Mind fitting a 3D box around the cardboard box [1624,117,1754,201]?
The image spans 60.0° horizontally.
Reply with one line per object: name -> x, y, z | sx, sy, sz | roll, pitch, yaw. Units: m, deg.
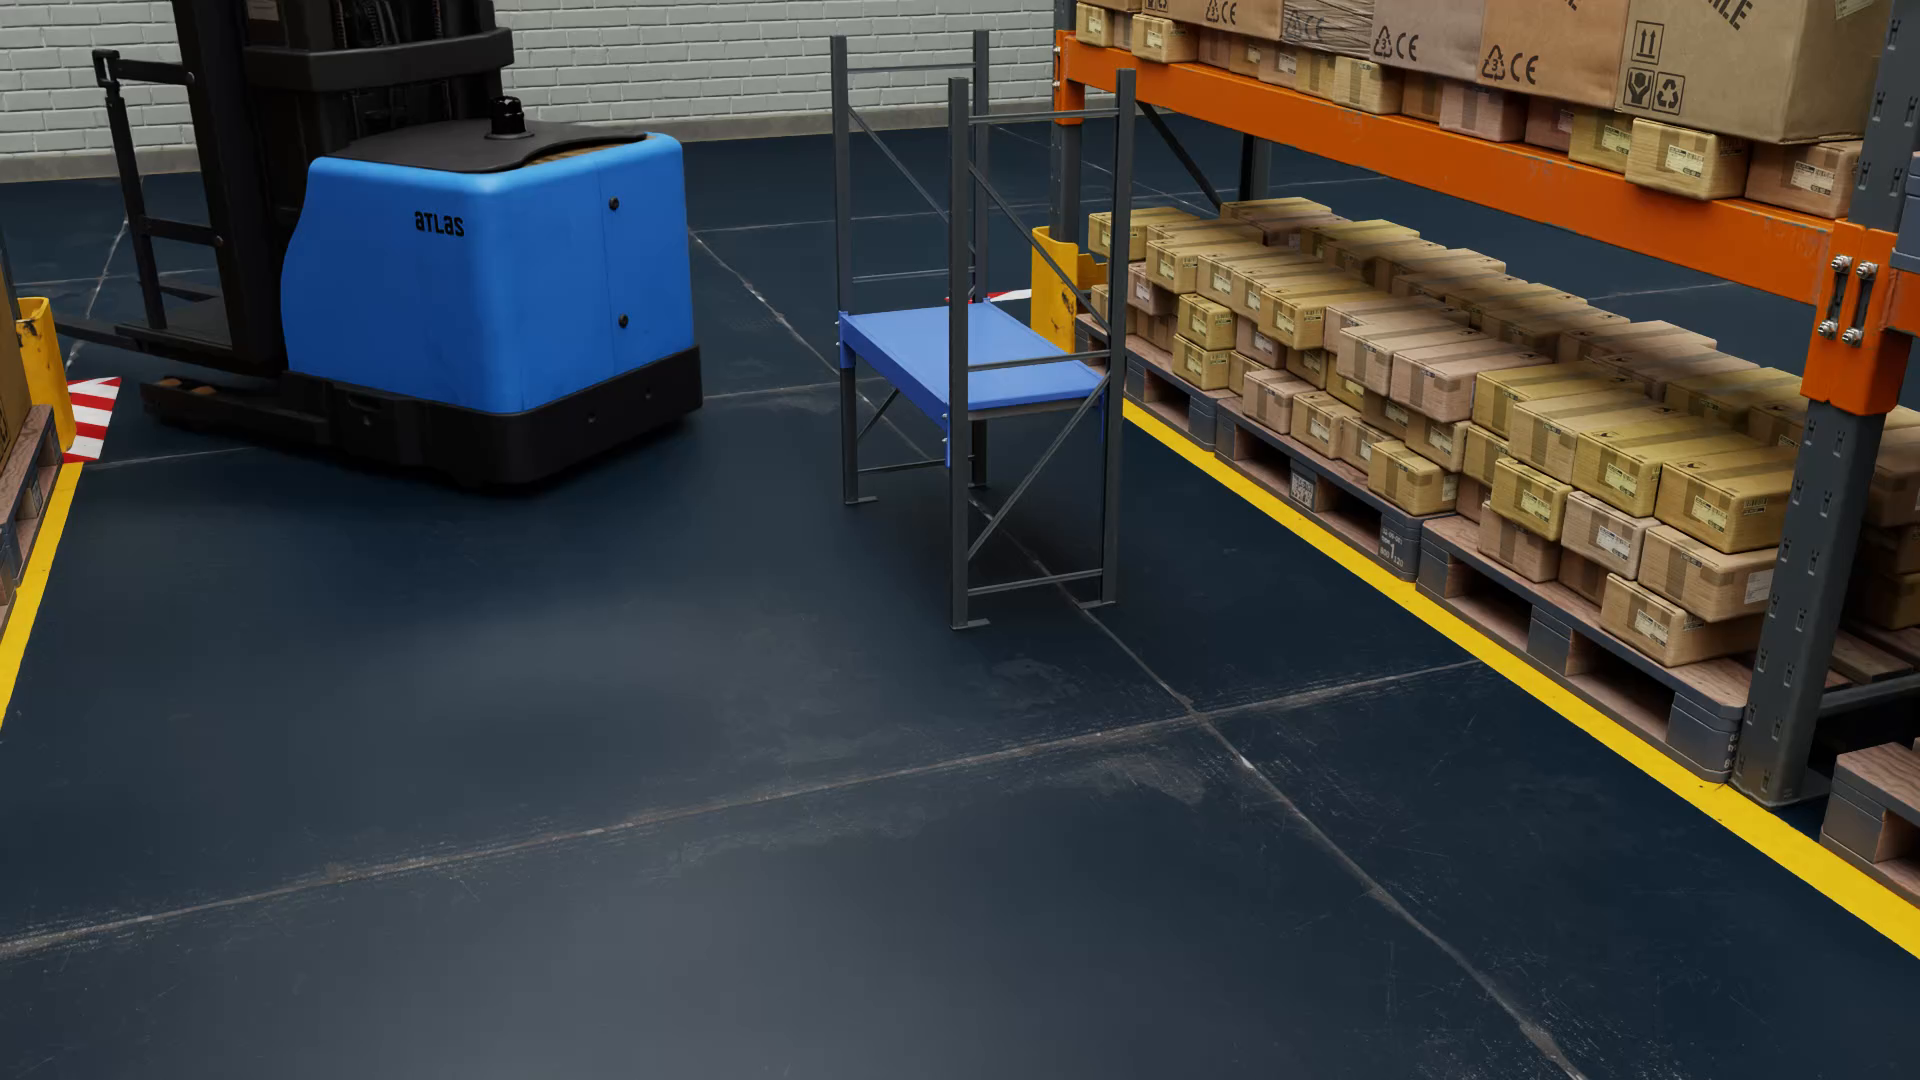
cardboard box -> 1.771, -0.889, 3.820 | 0.380, 0.149, 0.250 | -9, 24, -20

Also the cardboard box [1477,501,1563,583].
cardboard box -> 1.659, -0.023, 4.572 | 0.380, 0.149, 0.250 | -9, 25, -21

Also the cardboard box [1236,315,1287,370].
cardboard box -> 1.201, -0.723, 5.851 | 0.380, 0.149, 0.250 | -10, 25, -22

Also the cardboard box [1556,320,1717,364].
cardboard box -> 2.052, -0.550, 5.058 | 0.380, 0.149, 0.250 | -8, 24, -18

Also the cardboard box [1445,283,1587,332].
cardboard box -> 1.828, -0.733, 5.491 | 0.380, 0.149, 0.250 | -8, 24, -19

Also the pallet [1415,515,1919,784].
pallet -> 2.013, 0.192, 4.524 | 1.003, 0.211, 1.213 | -8, 24, -19

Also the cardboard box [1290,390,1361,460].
cardboard box -> 1.315, -0.393, 5.450 | 0.380, 0.149, 0.250 | -8, 24, -19

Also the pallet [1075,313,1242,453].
pallet -> 1.152, -0.695, 6.627 | 1.003, 0.211, 1.213 | -8, 24, -19

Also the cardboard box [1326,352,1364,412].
cardboard box -> 1.421, -0.531, 5.395 | 0.380, 0.149, 0.250 | -7, 24, -16

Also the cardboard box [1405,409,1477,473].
cardboard box -> 1.552, -0.328, 4.913 | 0.380, 0.149, 0.250 | -8, 24, -18

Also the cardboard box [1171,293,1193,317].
cardboard box -> 1.029, -0.915, 6.305 | 0.380, 0.149, 0.250 | -8, 24, -18

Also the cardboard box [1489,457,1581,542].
cardboard box -> 1.657, -0.133, 4.452 | 0.380, 0.149, 0.250 | -9, 25, -21

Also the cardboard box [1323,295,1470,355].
cardboard box -> 1.400, -0.671, 5.344 | 0.380, 0.149, 0.250 | -8, 24, -19

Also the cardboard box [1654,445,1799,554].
cardboard box -> 1.915, -0.102, 3.993 | 0.380, 0.149, 0.250 | -8, 24, -17

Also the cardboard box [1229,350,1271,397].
cardboard box -> 1.187, -0.592, 5.923 | 0.380, 0.149, 0.250 | -8, 24, -19

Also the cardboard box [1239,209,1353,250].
cardboard box -> 1.330, -1.205, 6.610 | 0.380, 0.149, 0.250 | -8, 24, -18

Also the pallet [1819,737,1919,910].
pallet -> 2.560, 0.713, 3.286 | 1.003, 0.211, 1.213 | -8, 24, -19

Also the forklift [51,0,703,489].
forklift -> -2.507, -1.921, 6.034 | 3.031, 2.935, 1.130 | 12, 26, 27

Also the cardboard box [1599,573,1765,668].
cardboard box -> 1.827, 0.170, 4.114 | 0.380, 0.149, 0.250 | -8, 24, -18

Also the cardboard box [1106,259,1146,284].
cardboard box -> 0.816, -1.099, 6.742 | 0.380, 0.149, 0.250 | -7, 24, -17

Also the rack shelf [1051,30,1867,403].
rack shelf -> 1.577, -1.249, 5.278 | 1.077, 0.370, 4.000 | -8, 24, -19

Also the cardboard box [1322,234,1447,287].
cardboard box -> 1.572, -1.025, 6.185 | 0.380, 0.149, 0.250 | -9, 25, -21

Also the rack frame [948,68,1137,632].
rack frame -> 0.210, -0.475, 4.447 | 0.500, 1.500, 0.032 | -8, 24, -19

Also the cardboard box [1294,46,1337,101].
cardboard box -> 1.277, -1.469, 5.198 | 0.380, 0.149, 0.250 | -7, 24, -17

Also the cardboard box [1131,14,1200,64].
cardboard box -> 0.852, -1.837, 6.070 | 0.380, 0.149, 0.250 | -9, 24, -20

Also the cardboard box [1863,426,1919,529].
cardboard box -> 2.356, -0.162, 4.136 | 0.380, 0.149, 0.250 | -7, 24, -17

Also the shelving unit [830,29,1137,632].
shelving unit -> 0.030, -0.660, 4.885 | 0.538, 1.500, 1.048 | -8, 24, -19

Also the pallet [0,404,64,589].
pallet -> -3.449, -0.099, 5.213 | 1.003, 0.211, 1.213 | -8, 24, -19

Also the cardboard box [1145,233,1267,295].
cardboard box -> 0.917, -1.032, 6.200 | 0.380, 0.149, 0.250 | -8, 24, -19

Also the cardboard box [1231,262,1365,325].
cardboard box -> 1.171, -0.851, 5.771 | 0.380, 0.149, 0.250 | -7, 24, -17

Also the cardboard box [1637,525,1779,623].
cardboard box -> 1.875, 0.058, 3.997 | 0.380, 0.149, 0.250 | -8, 24, -18

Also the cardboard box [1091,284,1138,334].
cardboard box -> 0.756, -0.953, 6.779 | 0.380, 0.149, 0.250 | -8, 24, -18

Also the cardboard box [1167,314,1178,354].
cardboard box -> 1.020, -0.780, 6.368 | 0.380, 0.149, 0.250 | -8, 24, -18

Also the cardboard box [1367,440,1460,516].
cardboard box -> 1.461, -0.206, 5.006 | 0.380, 0.149, 0.250 | -8, 24, -19

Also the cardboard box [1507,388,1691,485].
cardboard box -> 1.693, -0.279, 4.413 | 0.380, 0.149, 0.250 | -9, 24, -19

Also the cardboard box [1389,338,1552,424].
cardboard box -> 1.492, -0.469, 4.865 | 0.380, 0.149, 0.250 | -10, 25, -22

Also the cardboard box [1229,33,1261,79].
cardboard box -> 1.145, -1.660, 5.650 | 0.380, 0.149, 0.250 | -9, 24, -20

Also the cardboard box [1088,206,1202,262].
cardboard box -> 0.738, -1.225, 6.657 | 0.380, 0.149, 0.250 | -10, 25, -21

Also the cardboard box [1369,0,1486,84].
cardboard box -> 1.492, -1.544, 4.540 | 0.500, 0.500, 0.500 | -8, 24, -19

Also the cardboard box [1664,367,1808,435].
cardboard box -> 2.179, -0.355, 4.594 | 0.380, 0.149, 0.250 | -9, 24, -20

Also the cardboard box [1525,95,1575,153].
cardboard box -> 1.706, -1.097, 4.314 | 0.380, 0.149, 0.250 | -9, 24, -20
